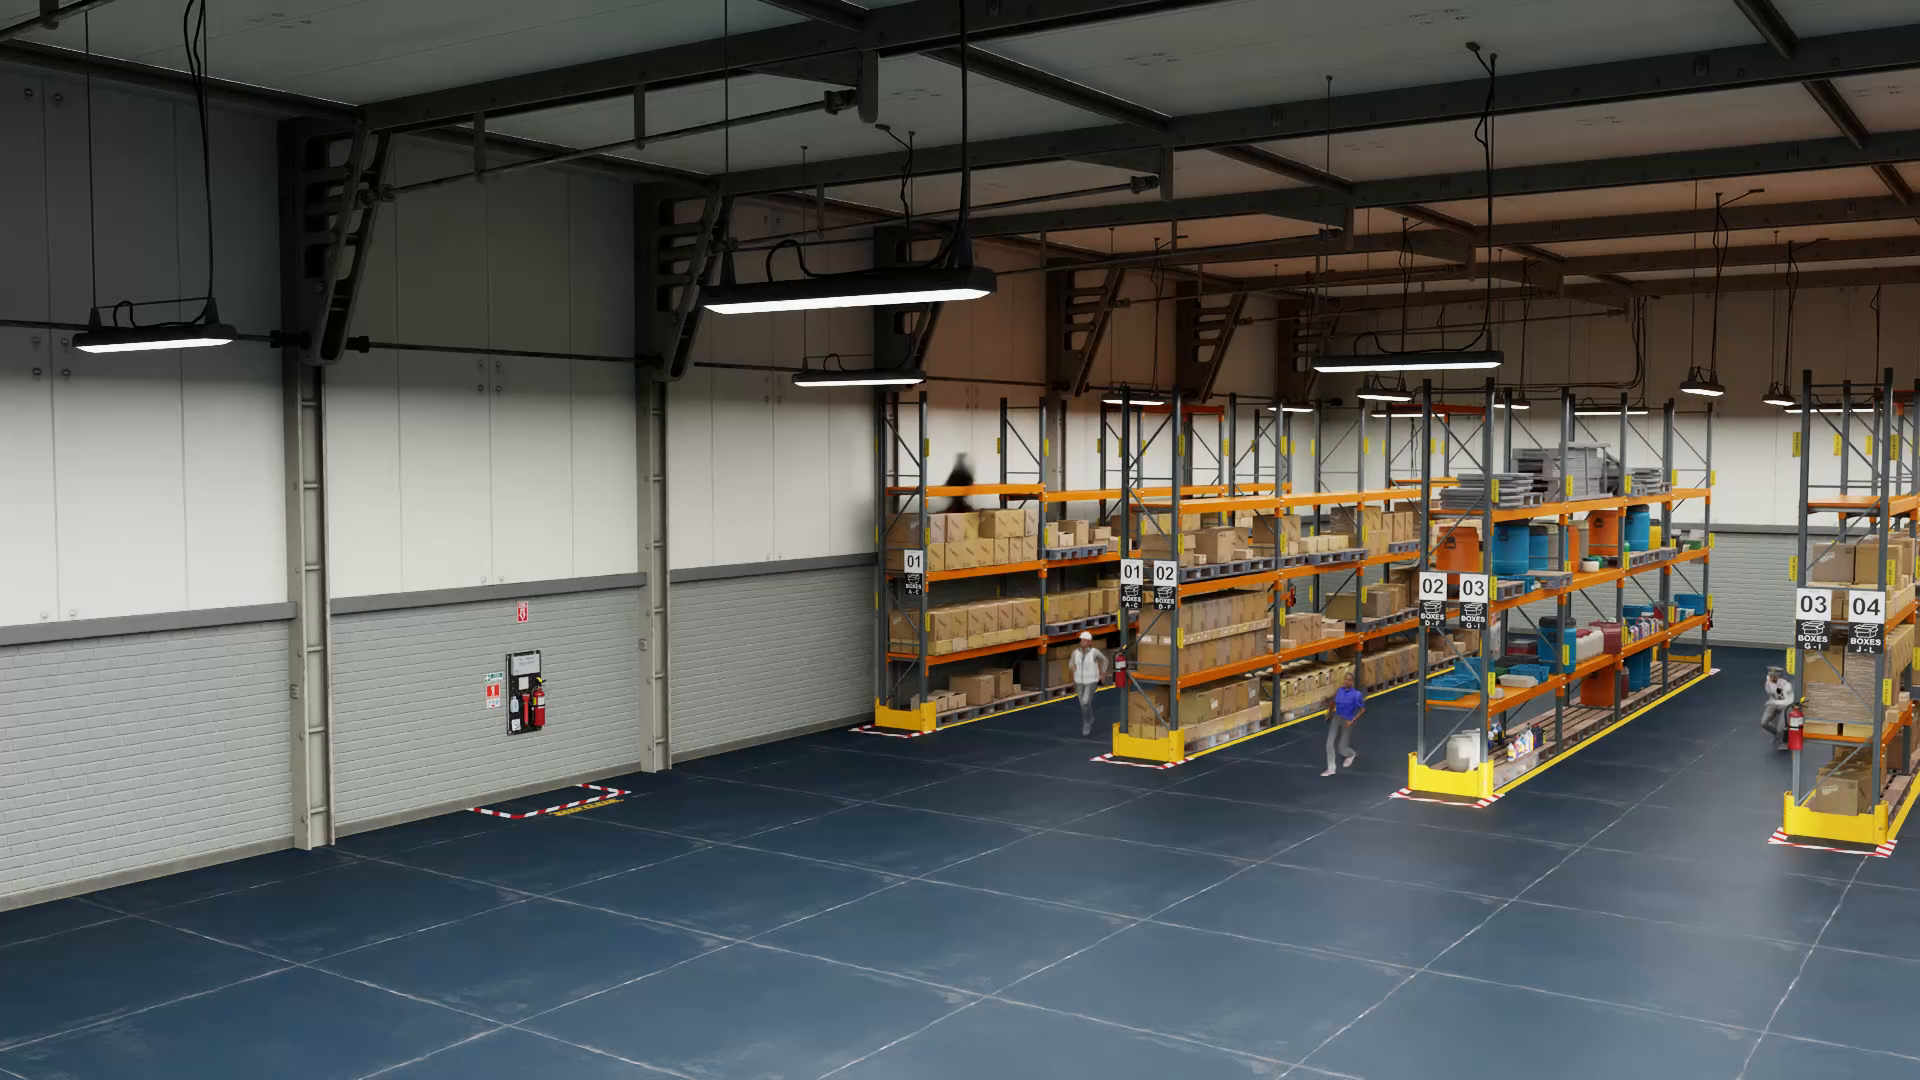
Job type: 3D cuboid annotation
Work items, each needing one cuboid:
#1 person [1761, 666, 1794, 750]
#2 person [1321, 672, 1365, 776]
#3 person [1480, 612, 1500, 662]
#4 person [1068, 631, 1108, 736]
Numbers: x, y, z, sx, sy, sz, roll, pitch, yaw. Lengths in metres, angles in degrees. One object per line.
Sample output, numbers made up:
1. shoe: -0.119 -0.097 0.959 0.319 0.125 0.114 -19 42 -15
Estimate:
1. person: 13.419 2.760 27.272 0.920 1.432 0.633 -2 4 -31
2. person: 5.885 2.801 25.342 0.625 1.599 0.673 3 4 43
3. person: 11.142 2.257 34.665 0.696 1.614 0.558 -3 4 -43
4. person: 2.207 2.508 29.065 0.640 1.825 0.828 2 4 28
